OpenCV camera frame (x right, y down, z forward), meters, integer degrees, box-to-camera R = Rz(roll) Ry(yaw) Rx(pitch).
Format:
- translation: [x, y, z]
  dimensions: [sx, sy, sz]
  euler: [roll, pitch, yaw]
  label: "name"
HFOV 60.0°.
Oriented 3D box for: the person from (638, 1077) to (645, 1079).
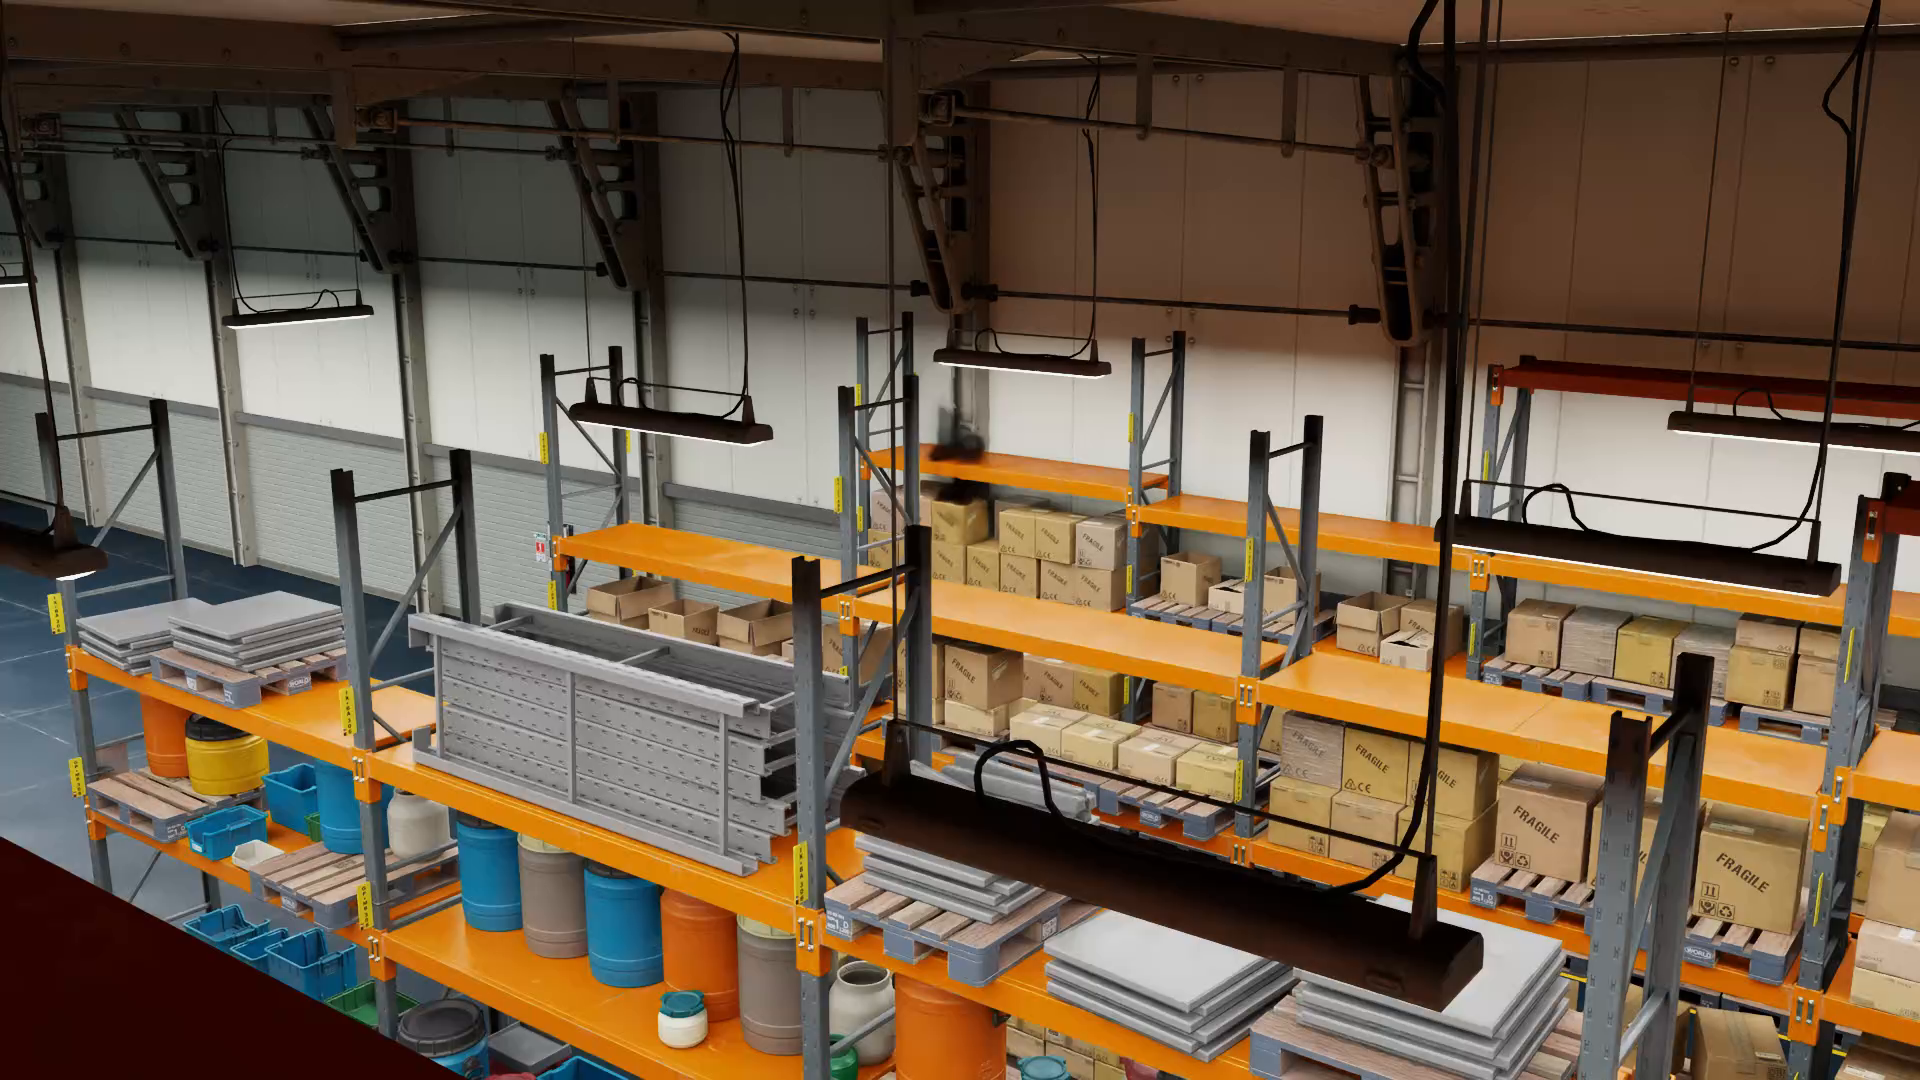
- translation: [-2.381, 4.298, 13.193]
  dimensions: [0.697, 1.601, 0.628]
  euler: [12, 17, 41]
  label: "person"
